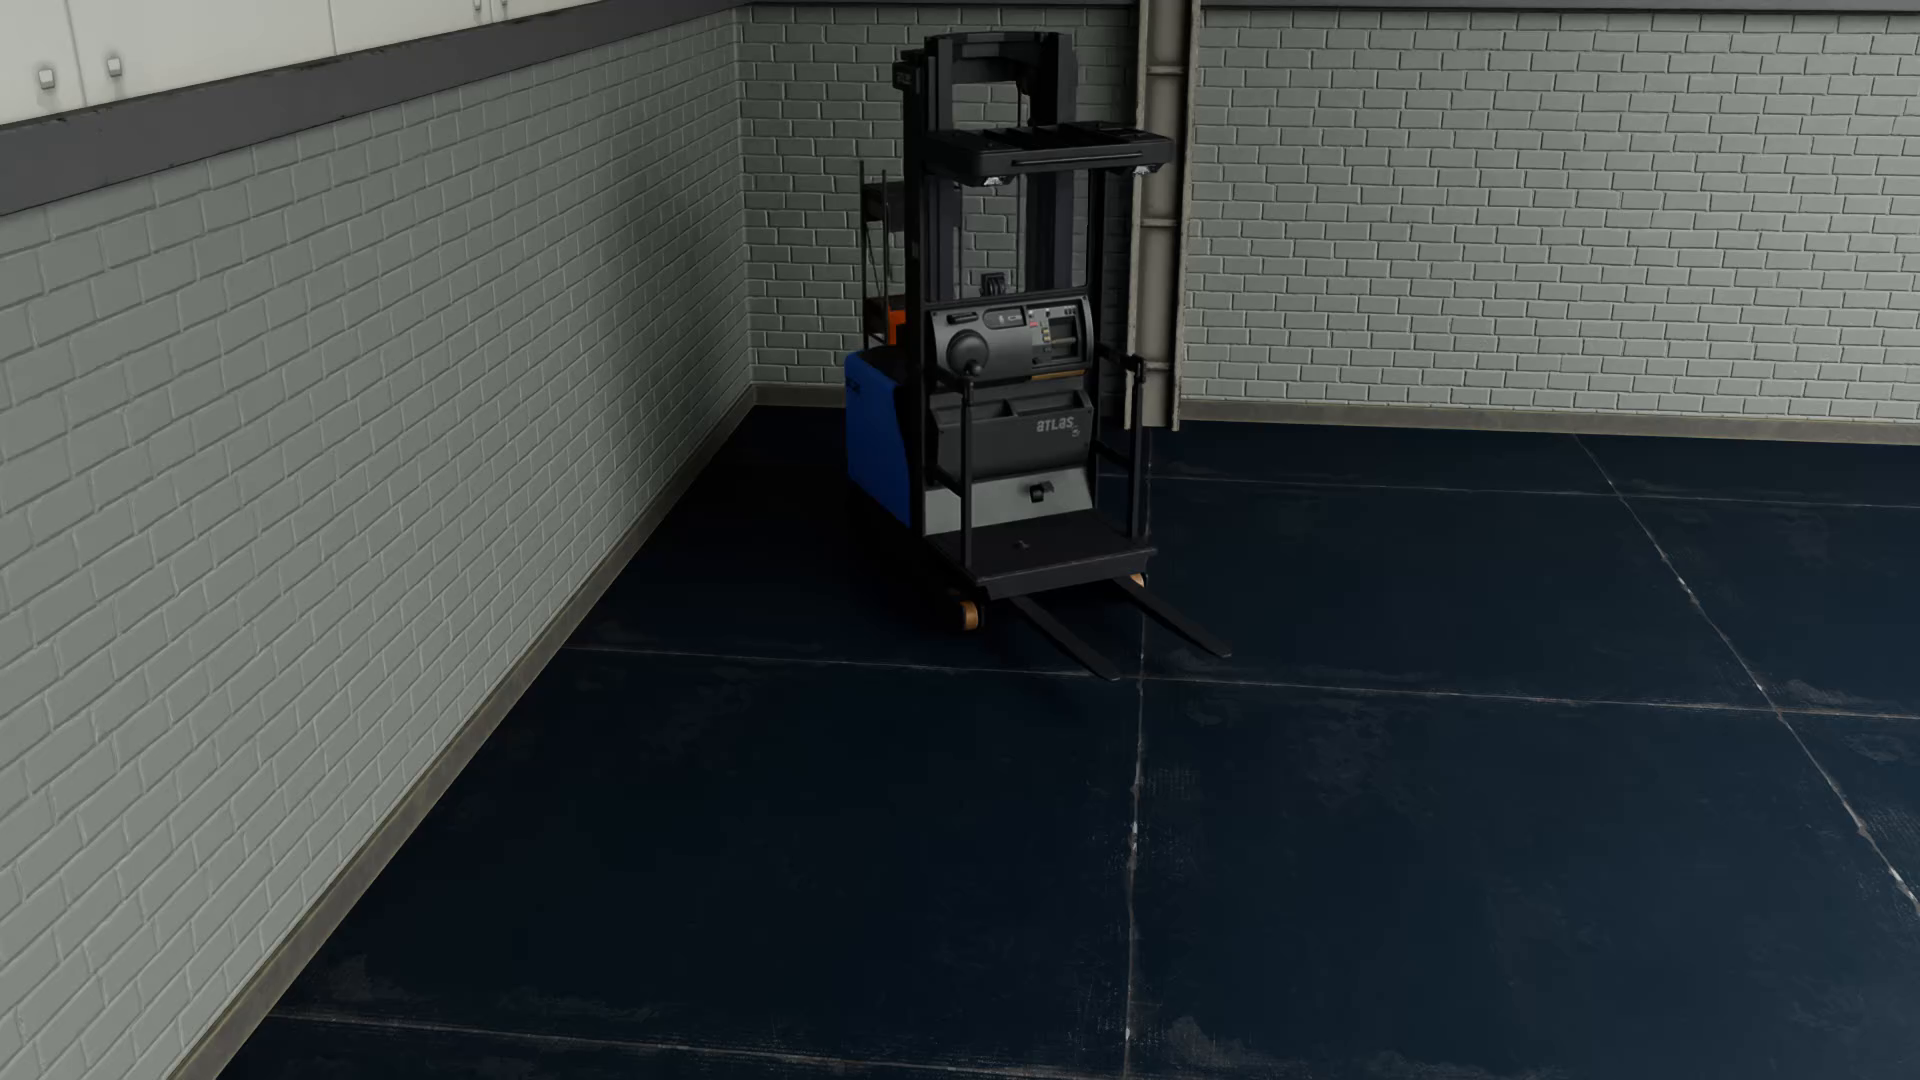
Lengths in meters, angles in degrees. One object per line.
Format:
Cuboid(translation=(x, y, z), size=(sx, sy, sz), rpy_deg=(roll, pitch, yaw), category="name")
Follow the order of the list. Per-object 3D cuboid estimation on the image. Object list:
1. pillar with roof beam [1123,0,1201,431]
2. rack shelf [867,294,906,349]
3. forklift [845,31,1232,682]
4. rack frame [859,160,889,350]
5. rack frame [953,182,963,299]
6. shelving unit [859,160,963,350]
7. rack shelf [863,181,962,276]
Cuboid(translation=(0.883, -3.459, 6.450), size=(0.400, 9.000, 9.100), rpy_deg=(2, 22, 6), category="pillar with roof beam")
Cuboid(translation=(-0.294, -1.263, 10.317), size=(0.480, 0.518, 0.431), rpy_deg=(-9, 23, -23), category="rack shelf")
Cuboid(translation=(0.371, -1.063, 8.641), size=(1.130, 2.935, 3.031), rpy_deg=(-9, 23, -23), category="forklift")
Cuboid(translation=(-0.516, -1.239, 10.218), size=(0.015, 2.100, 0.400), rpy_deg=(-9, 23, -23), category="rack frame")
Cuboid(translation=(-0.072, -1.313, 10.406), size=(0.015, 2.100, 0.400), rpy_deg=(-9, 23, -23), category="rack frame")
Cuboid(translation=(-0.294, -1.276, 10.312), size=(0.503, 2.100, 0.431), rpy_deg=(-9, 23, -23), category="shelving unit")
Cuboid(translation=(-0.294, -1.914, 10.059), size=(0.480, 0.518, 0.431), rpy_deg=(-9, 23, -23), category="rack shelf")
